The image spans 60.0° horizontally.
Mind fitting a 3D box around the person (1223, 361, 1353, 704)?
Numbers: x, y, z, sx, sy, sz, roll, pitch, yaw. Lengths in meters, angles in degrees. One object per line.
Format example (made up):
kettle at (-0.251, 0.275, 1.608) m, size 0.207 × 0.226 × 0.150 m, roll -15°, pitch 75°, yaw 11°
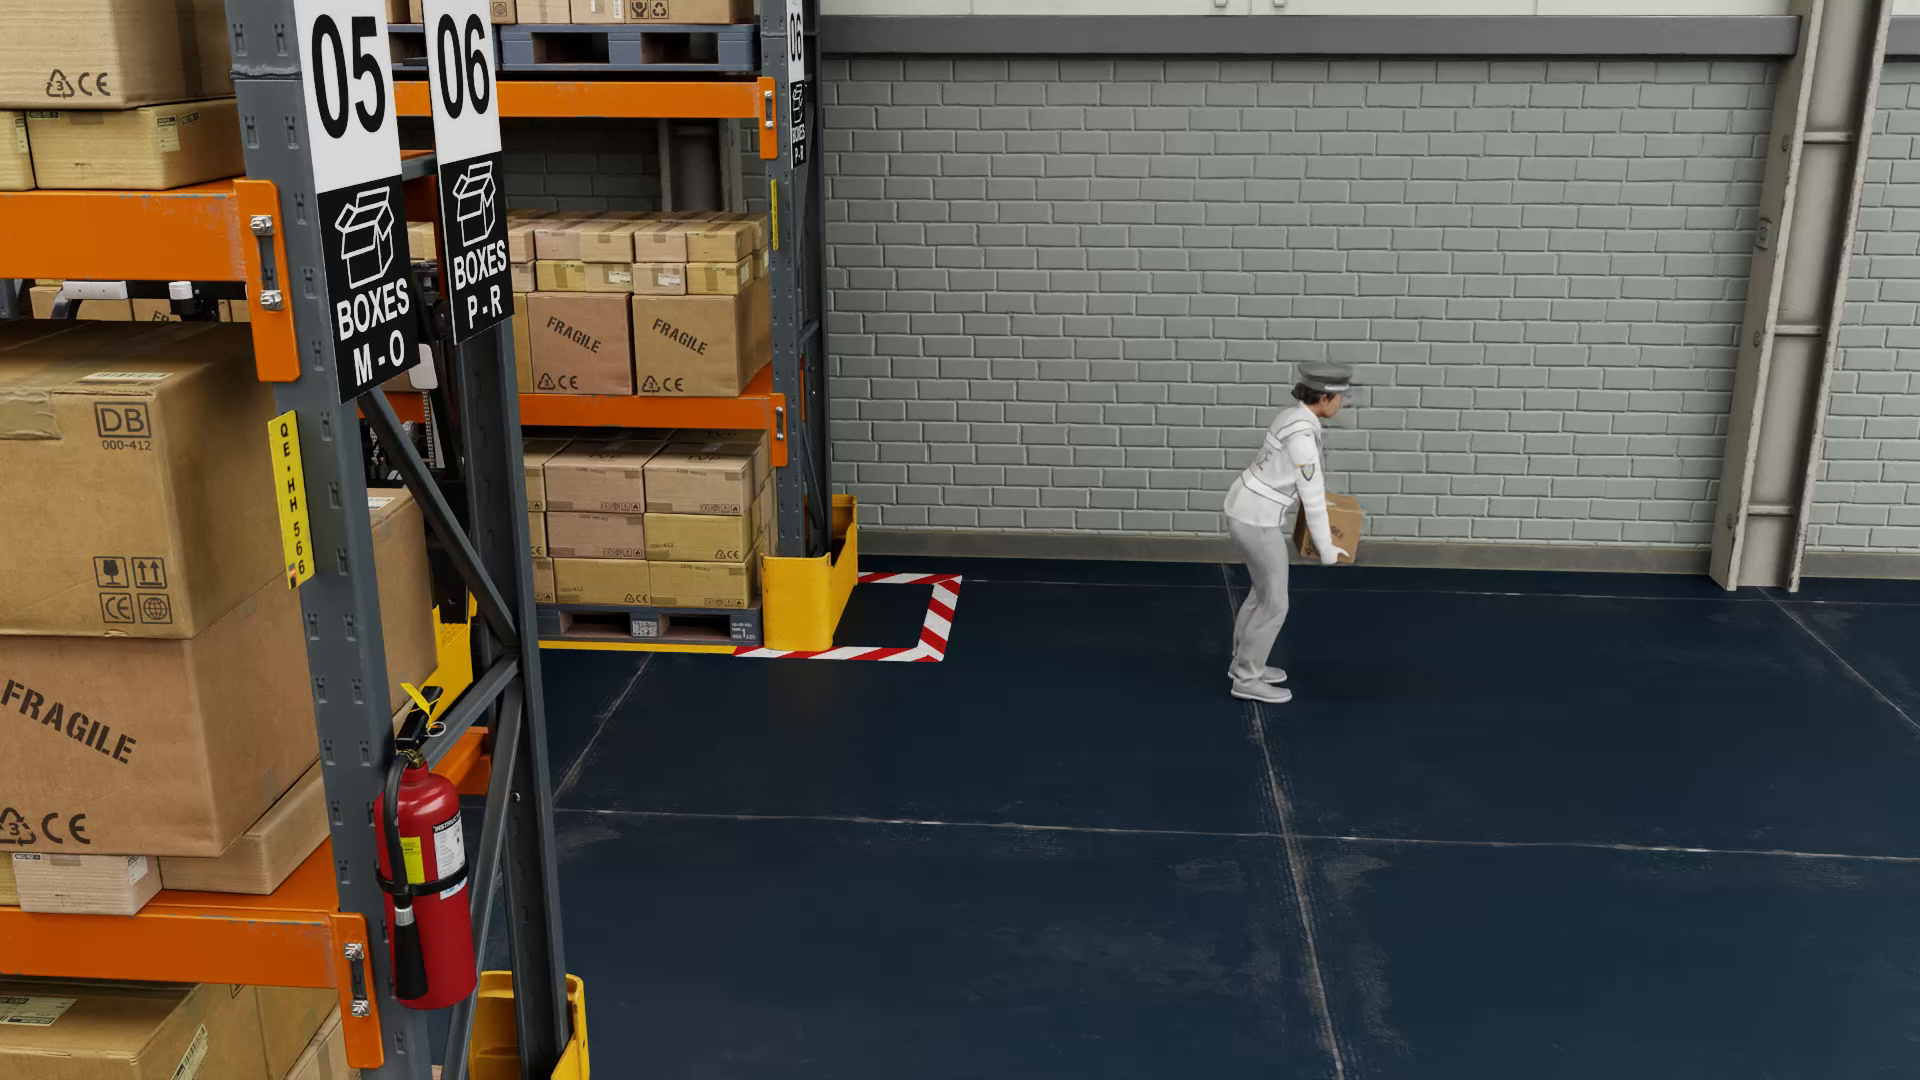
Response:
person at (1.518, -0.043, 7.797) m, size 0.569 × 1.605 × 0.409 m, roll 1°, pitch 18°, yaw 3°
